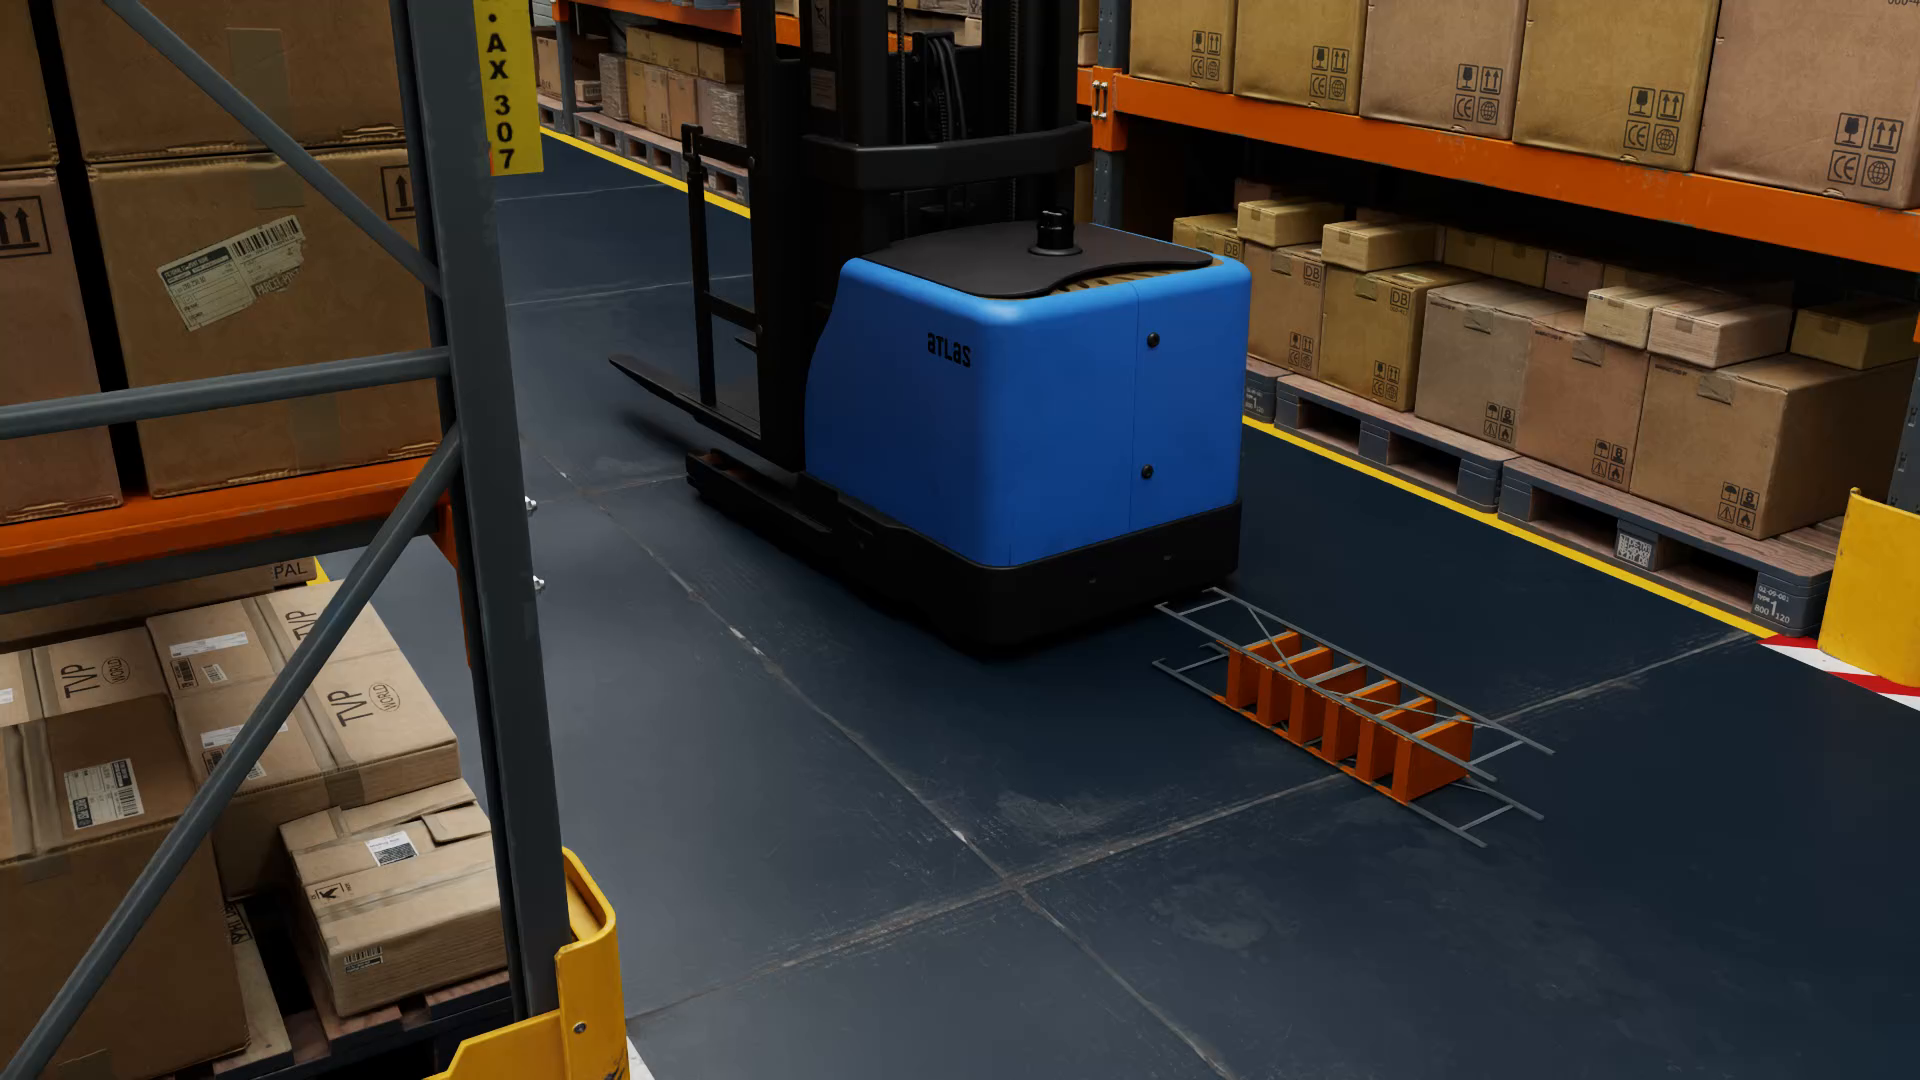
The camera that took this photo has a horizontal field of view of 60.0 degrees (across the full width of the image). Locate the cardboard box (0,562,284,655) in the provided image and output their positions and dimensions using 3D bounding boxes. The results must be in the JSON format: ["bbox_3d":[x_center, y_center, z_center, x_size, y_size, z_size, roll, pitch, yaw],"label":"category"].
[{"bbox_3d":[-2.200,0.088,4.343,0.797,0.503,0.637,-13,25,-28],"label":"cardboard box"}]

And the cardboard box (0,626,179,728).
[{"bbox_3d":[-2.070,0.451,3.786,0.500,0.250,0.500,-13,25,-28],"label":"cardboard box"}]

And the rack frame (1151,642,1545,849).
[{"bbox_3d":[1.005,0.525,4.503,0.240,0.006,1.200,-15,27,-32],"label":"rack frame"}]

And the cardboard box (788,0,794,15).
[{"bbox_3d":[-0.861,-3.379,10.449,0.380,0.149,0.250,-12,25,-28],"label":"cardboard box"}]

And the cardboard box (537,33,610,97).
[{"bbox_3d":[-3.559,-4.390,15.364,0.500,0.500,0.500,-15,26,-32],"label":"cardboard box"}]

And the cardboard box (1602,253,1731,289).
[{"bbox_3d":[2.541,-0.919,5.988,0.380,0.149,0.250,-12,25,-28],"label":"cardboard box"}]

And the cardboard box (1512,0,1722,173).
[{"bbox_3d":[2.485,-1.667,5.530,0.980,0.700,0.700,-13,25,-29],"label":"cardboard box"}]

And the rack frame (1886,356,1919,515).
[{"bbox_3d":[3.136,-1.131,4.611,1.000,3.000,0.127,-13,25,-28],"label":"rack frame"}]

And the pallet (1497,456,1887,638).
[{"bbox_3d":[2.660,-0.083,5.736,1.003,0.211,1.213,-13,25,-28],"label":"pallet"}]

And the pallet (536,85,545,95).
[{"bbox_3d":[-3.995,-4.330,16.184,1.003,0.211,1.213,-13,25,-28],"label":"pallet"}]

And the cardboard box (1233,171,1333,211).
[{"bbox_3d":[1.483,-1.587,7.632,0.380,0.149,0.250,-13,25,-29],"label":"cardboard box"}]

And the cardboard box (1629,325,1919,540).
[{"bbox_3d":[2.692,-0.375,5.513,0.700,0.500,0.500,-13,25,-28],"label":"cardboard box"}]

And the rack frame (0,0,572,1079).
[{"bbox_3d":[-1.118,-0.178,2.266,0.949,2.616,0.053,-13,25,-28],"label":"rack frame"}]

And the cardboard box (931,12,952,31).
[{"bbox_3d":[0.065,-2.794,9.008,0.380,0.149,0.250,-13,26,-30],"label":"cardboard box"}]

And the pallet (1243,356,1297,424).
[{"bbox_3d":[1.414,-0.873,7.679,1.003,0.211,1.213,-13,25,-28],"label":"pallet"}]

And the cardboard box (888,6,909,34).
[{"bbox_3d":[-0.189,-2.968,9.438,0.380,0.149,0.250,-12,25,-28],"label":"cardboard box"}]

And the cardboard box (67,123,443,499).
[{"bbox_3d":[-1.121,-0.418,2.723,0.500,0.500,0.500,-12,25,-27],"label":"cardboard box"}]

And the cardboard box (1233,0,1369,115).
[{"bbox_3d":[1.724,-2.149,6.717,0.980,0.700,0.700,-13,26,-30],"label":"cardboard box"}]

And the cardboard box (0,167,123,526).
[{"bbox_3d":[-1.584,-0.316,2.473,0.500,0.500,0.500,-12,25,-27],"label":"cardboard box"}]

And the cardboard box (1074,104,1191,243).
[{"bbox_3d":[0.649,-1.810,8.579,0.750,0.750,0.750,-12,25,-28],"label":"cardboard box"}]

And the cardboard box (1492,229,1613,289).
[{"bbox_3d":[2.279,-1.084,6.395,0.380,0.149,0.250,-12,25,-28],"label":"cardboard box"}]

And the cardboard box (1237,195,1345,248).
[{"bbox_3d":[1.404,-1.355,7.063,0.380,0.149,0.250,-12,25,-26],"label":"cardboard box"}]

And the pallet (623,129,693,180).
[{"bbox_3d":[-1.968,-3.077,13.101,1.003,0.211,1.213,-13,25,-28],"label":"pallet"}]

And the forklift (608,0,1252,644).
[{"bbox_3d":[-0.362,-1.548,5.729,1.130,2.935,3.031,-15,27,-33],"label":"forklift"}]

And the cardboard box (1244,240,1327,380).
[{"bbox_3d":[1.640,-1.038,7.143,0.700,0.500,0.500,-13,25,-29],"label":"cardboard box"}]

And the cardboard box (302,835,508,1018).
[{"bbox_3d":[-1.040,0.738,3.214,0.380,0.149,0.250,-13,25,-28],"label":"cardboard box"}]

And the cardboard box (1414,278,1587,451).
[{"bbox_3d":[2.179,-0.700,6.312,0.700,0.500,0.500,-14,26,-30],"label":"cardboard box"}]

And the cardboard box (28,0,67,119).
[{"bbox_3d":[-1.395,-1.049,2.948,0.500,0.500,0.500,-12,25,-28],"label":"cardboard box"}]

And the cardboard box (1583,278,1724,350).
[{"bbox_3d":[2.339,-0.765,5.610,0.380,0.149,0.250,-12,25,-27],"label":"cardboard box"}]

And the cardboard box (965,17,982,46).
[{"bbox_3d":[0.248,-2.618,8.576,0.380,0.149,0.250,-13,25,-28],"label":"cardboard box"}]

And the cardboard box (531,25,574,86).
[{"bbox_3d":[-4.138,-4.684,16.086,0.700,0.500,0.500,-14,26,-32],"label":"cardboard box"}]

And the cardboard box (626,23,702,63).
[{"bbox_3d":[-2.376,-4.032,13.487,0.500,0.250,0.500,-13,26,-29],"label":"cardboard box"}]

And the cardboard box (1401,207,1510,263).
[{"bbox_3d":[2.017,-1.249,6.802,0.380,0.149,0.250,-12,25,-28],"label":"cardboard box"}]

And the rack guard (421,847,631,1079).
[{"bbox_3d":[-1.160,0.956,2.795,1.175,0.500,0.348,-13,25,-28],"label":"rack guard"}]

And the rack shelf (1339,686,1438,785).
[{"bbox_3d":[1.117,0.502,4.320,0.258,0.180,0.103,-15,27,-32],"label":"rack shelf"}]

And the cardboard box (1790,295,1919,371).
[{"bbox_3d":[2.928,-0.674,5.386,0.380,0.149,0.250,-12,25,-28],"label":"cardboard box"}]

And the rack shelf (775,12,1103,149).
[{"bbox_3d":[0.071,-2.740,9.525,1.077,0.370,4.000,-13,25,-28],"label":"rack shelf"}]

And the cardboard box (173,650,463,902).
[{"bbox_3d":[-1.410,0.500,3.664,0.500,0.250,0.500,-13,25,-28],"label":"cardboard box"}]

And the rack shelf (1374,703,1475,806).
[{"bbox_3d":[1.186,0.539,4.230,0.258,0.180,0.103,-15,27,-32],"label":"rack shelf"}]

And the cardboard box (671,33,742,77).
[{"bbox_3d":[-1.868,-3.699,12.669,0.500,0.250,0.500,-13,25,-28],"label":"cardboard box"}]

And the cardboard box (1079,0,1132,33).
[{"bbox_3d":[0.640,-2.720,7.967,0.500,0.500,0.500,-13,26,-29],"label":"cardboard box"}]

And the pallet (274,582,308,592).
[{"bbox_3d":[-2.187,0.438,4.455,1.003,0.211,1.213,-13,25,-28],"label":"pallet"}]

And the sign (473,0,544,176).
[{"bbox_3d":[-0.655,-0.683,2.358,0.100,0.325,0.005,-13,25,-28],"label":"sign"}]

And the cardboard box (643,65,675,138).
[{"bbox_3d":[-2.071,-3.496,13.164,0.700,0.500,0.500,-12,25,-28],"label":"cardboard box"}]

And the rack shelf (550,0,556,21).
[{"bbox_3d":[-4.016,-5.330,15.896,1.077,0.370,4.000,-13,25,-28],"label":"rack shelf"}]

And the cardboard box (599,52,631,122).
[{"bbox_3d":[-2.604,-3.827,13.978,0.700,0.500,0.500,-12,25,-26],"label":"cardboard box"}]

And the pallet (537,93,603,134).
[{"bbox_3d":[-3.368,-3.935,15.211,1.003,0.211,1.213,-13,25,-28],"label":"pallet"}]

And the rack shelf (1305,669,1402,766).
[{"bbox_3d":[1.048,0.464,4.411,0.258,0.180,0.103,-15,27,-32],"label":"rack shelf"}]

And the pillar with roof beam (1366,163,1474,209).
[{"bbox_3d":[-1.507,-4.317,4.482,9.100,9.000,0.400,-13,25,-28],"label":"pillar with roof beam"}]

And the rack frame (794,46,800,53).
[{"bbox_3d":[-0.951,-3.721,10.982,1.000,3.000,0.127,-13,25,-28],"label":"rack frame"}]

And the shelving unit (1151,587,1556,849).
[{"bbox_3d":[1.005,0.440,4.468,0.258,0.189,1.200,-15,27,-32],"label":"shelving unit"}]

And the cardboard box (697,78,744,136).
[{"bbox_3d":[-1.527,-3.179,12.384,0.700,0.500,0.500,-13,25,-28],"label":"cardboard box"}]

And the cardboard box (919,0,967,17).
[{"bbox_3d":[0.121,-3.048,8.772,0.500,0.500,0.500,-13,25,-28],"label":"cardboard box"}]

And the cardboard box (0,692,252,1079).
[{"bbox_3d":[-1.611,0.648,2.968,0.500,0.500,0.500,-13,25,-28],"label":"cardboard box"}]
